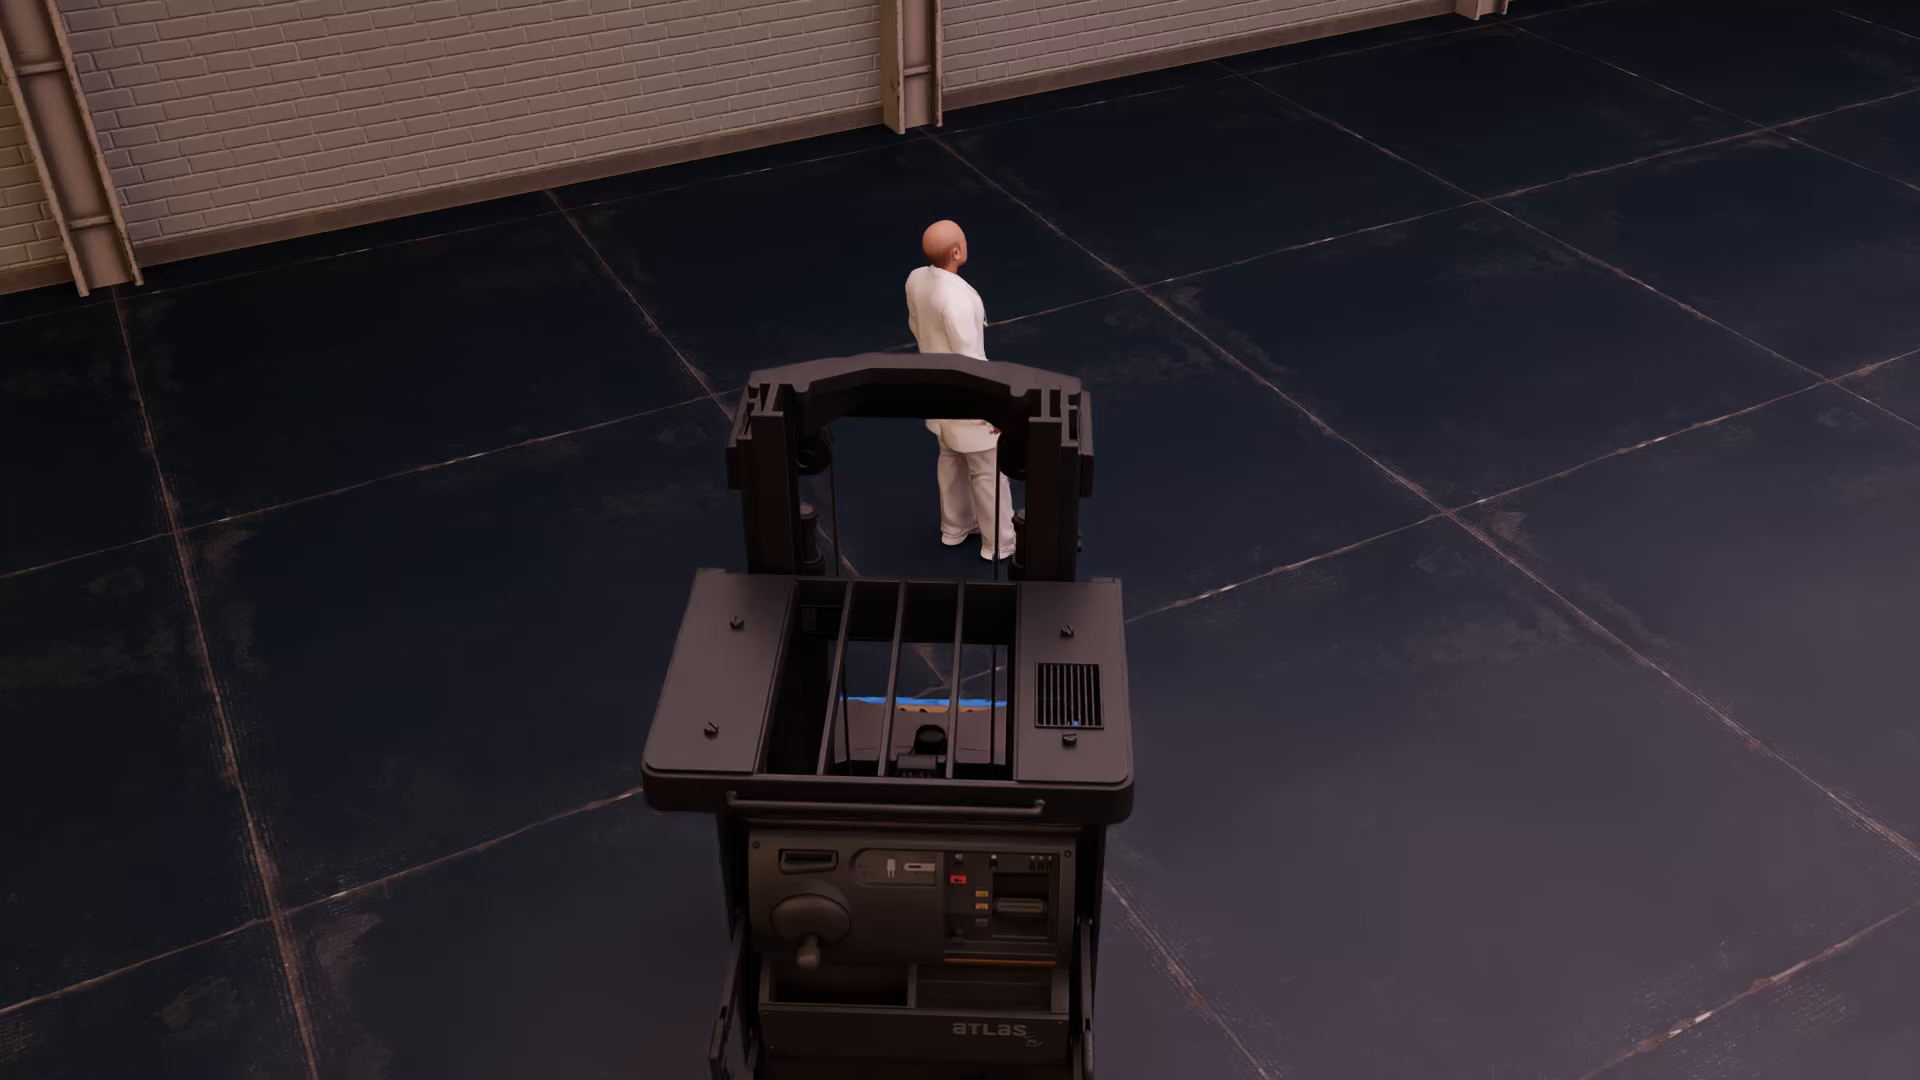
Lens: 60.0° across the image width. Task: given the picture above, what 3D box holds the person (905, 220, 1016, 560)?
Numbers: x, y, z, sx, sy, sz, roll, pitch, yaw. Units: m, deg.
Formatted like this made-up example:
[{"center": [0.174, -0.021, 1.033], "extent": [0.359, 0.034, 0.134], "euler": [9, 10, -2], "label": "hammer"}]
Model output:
[{"center": [0.085, -0.755, 8.178], "extent": [0.573, 1.777, 0.698], "euler": [-17, 39, -23], "label": "person"}]

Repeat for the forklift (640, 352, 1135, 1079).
[{"center": [-0.145, 1.097, 4.571], "extent": [1.130, 2.935, 3.031], "euler": [1, 35, 2], "label": "forklift"}]
